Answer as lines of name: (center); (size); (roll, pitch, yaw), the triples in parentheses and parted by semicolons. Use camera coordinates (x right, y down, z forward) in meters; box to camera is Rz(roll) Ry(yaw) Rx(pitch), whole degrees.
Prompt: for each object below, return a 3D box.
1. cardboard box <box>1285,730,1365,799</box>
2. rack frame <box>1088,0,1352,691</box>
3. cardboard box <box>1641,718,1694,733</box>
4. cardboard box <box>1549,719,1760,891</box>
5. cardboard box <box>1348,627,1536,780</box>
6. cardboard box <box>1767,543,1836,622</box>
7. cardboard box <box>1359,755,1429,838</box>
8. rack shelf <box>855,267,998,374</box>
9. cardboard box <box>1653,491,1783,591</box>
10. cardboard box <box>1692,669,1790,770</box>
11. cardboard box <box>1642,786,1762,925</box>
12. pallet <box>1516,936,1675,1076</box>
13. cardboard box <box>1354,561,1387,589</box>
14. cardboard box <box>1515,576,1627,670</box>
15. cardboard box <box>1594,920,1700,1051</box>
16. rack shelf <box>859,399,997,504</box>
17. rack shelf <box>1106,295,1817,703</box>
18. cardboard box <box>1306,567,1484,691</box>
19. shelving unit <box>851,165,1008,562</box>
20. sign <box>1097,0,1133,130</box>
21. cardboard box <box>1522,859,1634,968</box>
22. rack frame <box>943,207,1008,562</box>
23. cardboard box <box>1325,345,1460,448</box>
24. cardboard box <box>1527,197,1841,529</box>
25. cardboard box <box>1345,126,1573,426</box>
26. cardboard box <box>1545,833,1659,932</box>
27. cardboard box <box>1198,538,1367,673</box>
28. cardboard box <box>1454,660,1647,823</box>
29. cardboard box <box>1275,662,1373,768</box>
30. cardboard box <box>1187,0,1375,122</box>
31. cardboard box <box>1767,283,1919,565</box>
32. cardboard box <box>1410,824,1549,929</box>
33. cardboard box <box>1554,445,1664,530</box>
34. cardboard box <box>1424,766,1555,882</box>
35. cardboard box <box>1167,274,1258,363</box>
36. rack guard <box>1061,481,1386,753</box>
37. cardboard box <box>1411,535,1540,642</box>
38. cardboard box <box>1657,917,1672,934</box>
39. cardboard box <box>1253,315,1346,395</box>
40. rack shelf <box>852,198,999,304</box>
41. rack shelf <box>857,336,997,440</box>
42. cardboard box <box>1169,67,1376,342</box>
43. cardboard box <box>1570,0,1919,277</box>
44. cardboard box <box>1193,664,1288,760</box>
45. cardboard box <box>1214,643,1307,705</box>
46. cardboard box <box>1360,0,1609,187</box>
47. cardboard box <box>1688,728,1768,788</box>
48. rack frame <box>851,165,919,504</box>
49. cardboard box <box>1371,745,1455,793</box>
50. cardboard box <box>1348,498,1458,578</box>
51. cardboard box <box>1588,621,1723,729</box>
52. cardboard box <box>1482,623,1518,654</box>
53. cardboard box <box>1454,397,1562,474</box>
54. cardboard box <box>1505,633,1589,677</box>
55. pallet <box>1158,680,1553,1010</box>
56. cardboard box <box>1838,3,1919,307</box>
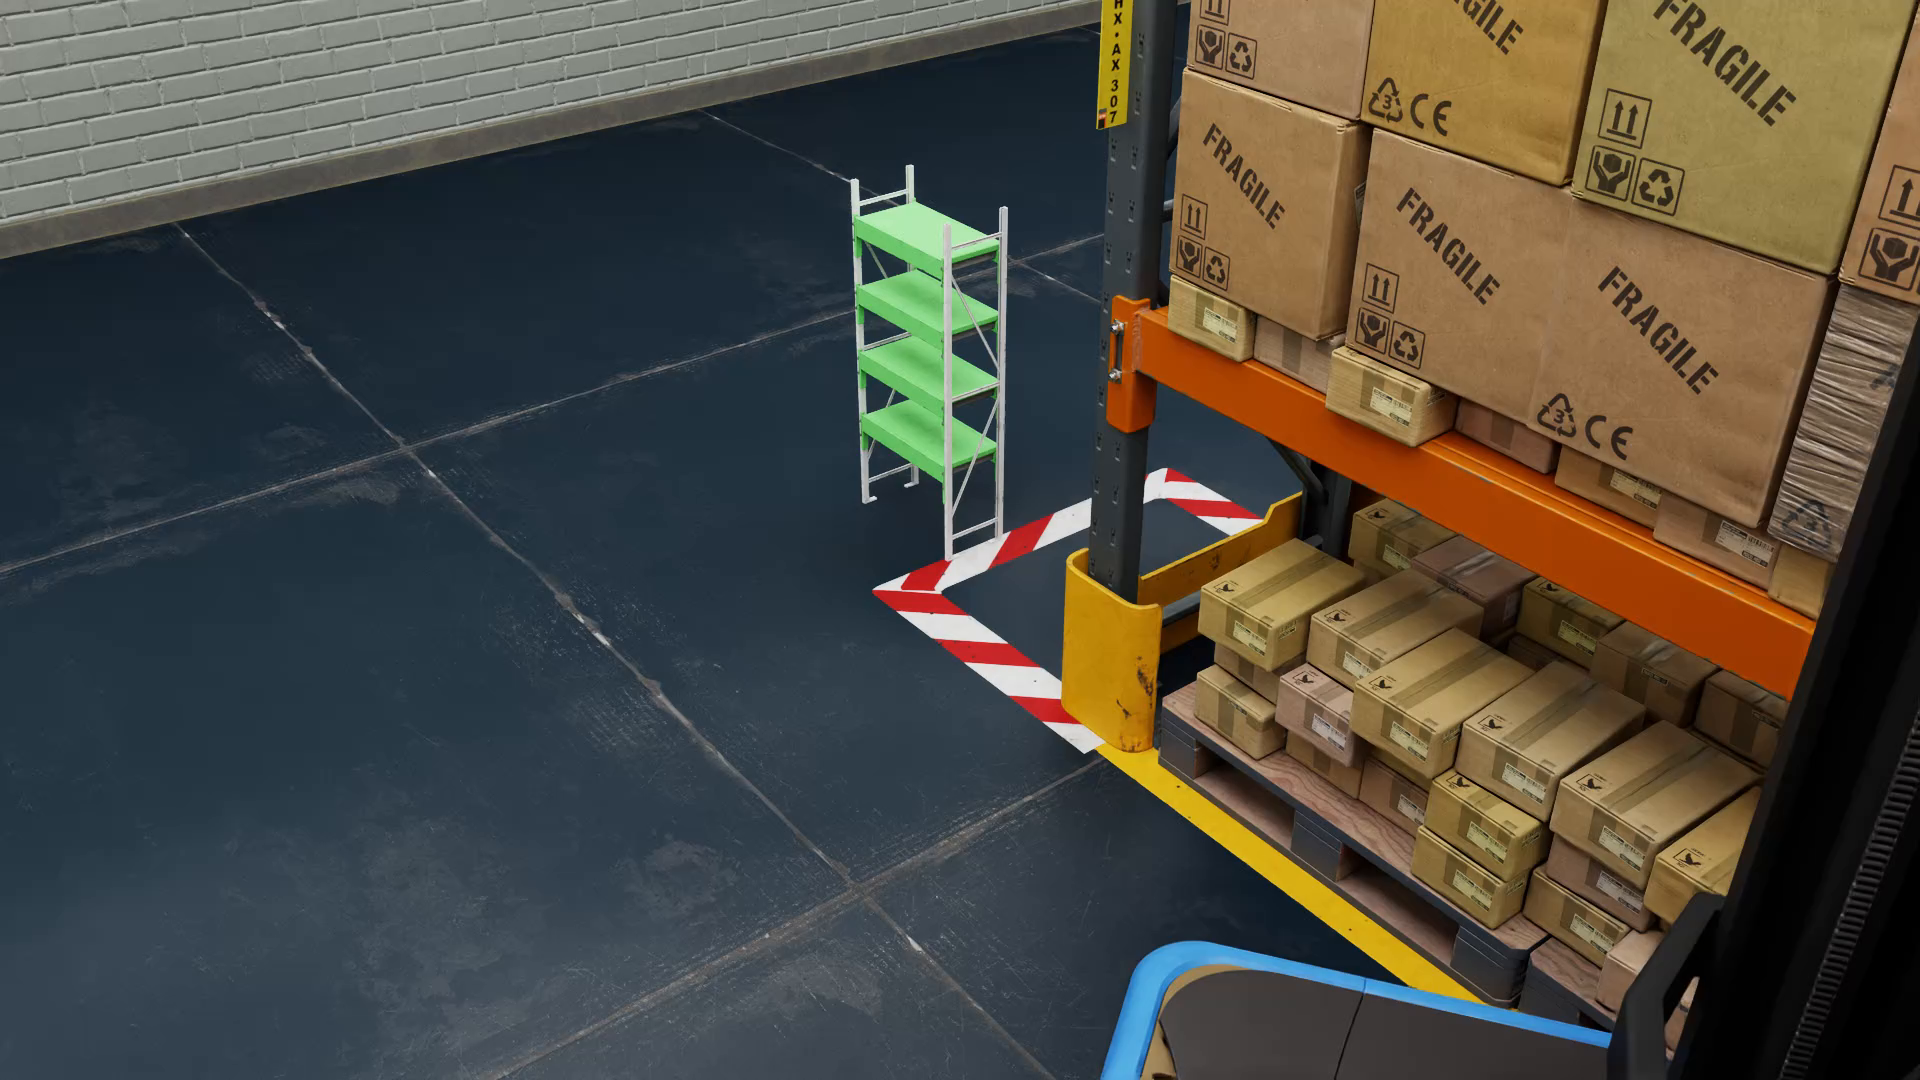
cardboard box: (1.089, 0.495, 4.413); (0.380, 0.149, 0.250); (-22, 38, -32)
rack frame: (0.796, -0.942, 4.423); (1.000, 3.000, 0.127); (-22, 38, -31)
cardboard box: (1.748, 0.454, 4.199); (0.380, 0.149, 0.250); (-23, 38, -32)
cardboard box: (1.546, 0.584, 3.707); (0.380, 0.149, 0.250); (-21, 37, -30)
cardboard box: (1.166, 0.389, 4.021); (0.380, 0.149, 0.250); (-22, 38, -32)
cardboard box: (1.732, 0.040, 3.081); (0.380, 0.149, 0.250); (-21, 37, -30)
cardboard box: (1.247, 0.597, 4.250); (0.380, 0.149, 0.250); (-22, 38, -31)
rack shelf: (-0.102, -0.728, 5.452); (0.258, 0.148, 0.480); (-22, 38, -31)
cardboard box: (1.590, -0.075, 3.266); (0.380, 0.149, 0.250); (-23, 39, -32)
cardboard box: (2.006, 0.389, 4.020); (0.380, 0.149, 0.250); (-21, 37, -30)
cardboard box: (1.671, 0.709, 3.506); (0.380, 0.149, 0.250); (-22, 38, -31)
pallet: (2.056, 1.133, 3.726); (1.003, 0.211, 1.213); (-22, 38, -31)
cardboard box: (1.345, 0.092, 4.781); (0.380, 0.149, 0.250); (-23, 39, -33)
cardboard box: (1.688, 0.167, 4.378); (0.380, 0.149, 0.250); (-23, 39, -32)
cardboard box: (1.633, 0.946, 3.688); (0.380, 0.149, 0.250); (-24, 39, -34)
rack shelf: (-0.102, -0.321, 5.705); (0.258, 0.148, 0.480); (-22, 38, -31)
rack shelf: (2.022, 0.197, 3.271); (1.077, 0.370, 4.000); (-22, 38, -31)
cardboard box: (1.113, 0.242, 4.257); (0.380, 0.149, 0.250); (-22, 38, -31)
shelving unit: (-0.102, -0.579, 5.545); (0.258, 1.200, 0.503); (-22, 38, -31)
sign: (0.367, -1.134, 3.912); (0.100, 0.325, 0.005); (-22, 38, -31)
cardboard box: (1.549, 0.814, 3.900); (0.380, 0.149, 0.250); (-22, 38, -31)
rack frame: (0.048, -0.477, 5.381); (0.240, 1.200, 0.015); (-22, 38, -31)
cardboard box: (1.047, -0.372, 3.744); (0.380, 0.149, 0.250); (-23, 39, -33)
cardboard box: (1.491, -0.411, 3.192); (0.500, 0.500, 0.500); (-22, 38, -31)
cardboard box: (1.201, -0.619, 3.527); (0.500, 0.500, 0.500); (-22, 38, -31)
cardboard box: (1.567, 0.694, 3.812); (0.380, 0.149, 0.250); (-24, 39, -34)
cardboard box: (0.848, 0.166, 4.379); (0.380, 0.149, 0.250); (-24, 39, -33)
cardboard box: (1.383, 0.466, 3.898); (0.380, 0.149, 0.250); (-24, 39, -34)
cardboard box: (1.037, 0.398, 4.288); (0.380, 0.149, 0.250); (-22, 38, -32)
cardboard box: (0.861, -1.262, 3.615); (0.500, 0.500, 0.500); (-23, 38, -32)
cardboard box: (1.809, -0.201, 2.853); (0.500, 0.500, 0.500); (-23, 39, -33)
cardboard box: (1.317, 0.739, 4.022); (0.380, 0.149, 0.250); (-22, 38, -31)
cardboard box: (1.461, -0.187, 3.446); (0.380, 0.149, 0.250); (-23, 38, -32)
cardboard box: (1.329, 0.614, 3.941); (0.380, 0.149, 0.250); (-21, 38, -30)
cardboard box: (0.735, -0.594, 4.101); (0.380, 0.149, 0.250); (-23, 38, -32)
rack guard: (0.842, 0.152, 5.032); (1.175, 0.500, 0.348); (-22, 38, -31)
cardboard box: (1.429, 0.100, 4.486); (0.380, 0.149, 0.250); (-21, 38, -30)
cardboard box: (1.766, 0.793, 3.652); (0.380, 0.149, 0.250); (-20, 37, -29)
cardboard box: (0.924, -0.501, 3.952); (0.380, 0.149, 0.250); (-21, 37, -30)
rack shelf: (-0.102, -0.932, 5.325); (0.258, 0.148, 0.480); (-22, 38, -31)
rack shelf: (-0.102, -0.524, 5.578); (0.258, 0.148, 0.480); (-22, 38, -31)
cardboard box: (0.853, -0.834, 3.873); (0.500, 0.500, 0.500); (-20, 37, -29)
cardboard box: (1.477, -0.830, 2.919); (0.500, 0.500, 0.500); (-23, 39, -32)
cardboard box: (0.864, 0.413, 4.546); (0.380, 0.149, 0.250); (-21, 38, -30)
cardboard box: (0.914, 0.266, 4.501); (0.380, 0.149, 0.250); (-21, 37, -29)
cardboard box: (1.176, -1.054, 3.280); (0.500, 0.500, 0.500); (-21, 38, -30)
cardboard box: (1.992, 0.520, 4.092); (0.380, 0.149, 0.250); (-22, 38, -31)
rack frame: (-0.251, -0.680, 5.708); (0.240, 1.200, 0.015); (-22, 38, -31)
cardboard box: (1.257, 0.472, 4.169); (0.380, 0.149, 0.250); (-22, 38, -31)
cardboard box: (1.320, -0.023, 4.684); (0.380, 0.149, 0.250); (-22, 38, -31)
cardboard box: (1.797, 0.295, 4.171); (0.380, 0.149, 0.250); (-24, 39, -33)
cardboard box: (1.462, 0.219, 4.577); (0.380, 0.149, 0.250); (-23, 39, -32)
cardboard box: (1.314, -0.308, 3.641); (0.380, 0.149, 0.250); (-20, 37, -29)
cardboard box: (1.665, 0.308, 4.433); (0.380, 0.149, 0.250); (-24, 39, -33)
pallet: (1.312, 0.625, 4.544); (1.003, 0.211, 1.213); (-22, 38, -31)
cardboard box: (1.792, -0.619, 2.579); (0.500, 0.500, 0.500); (-24, 39, -33)
